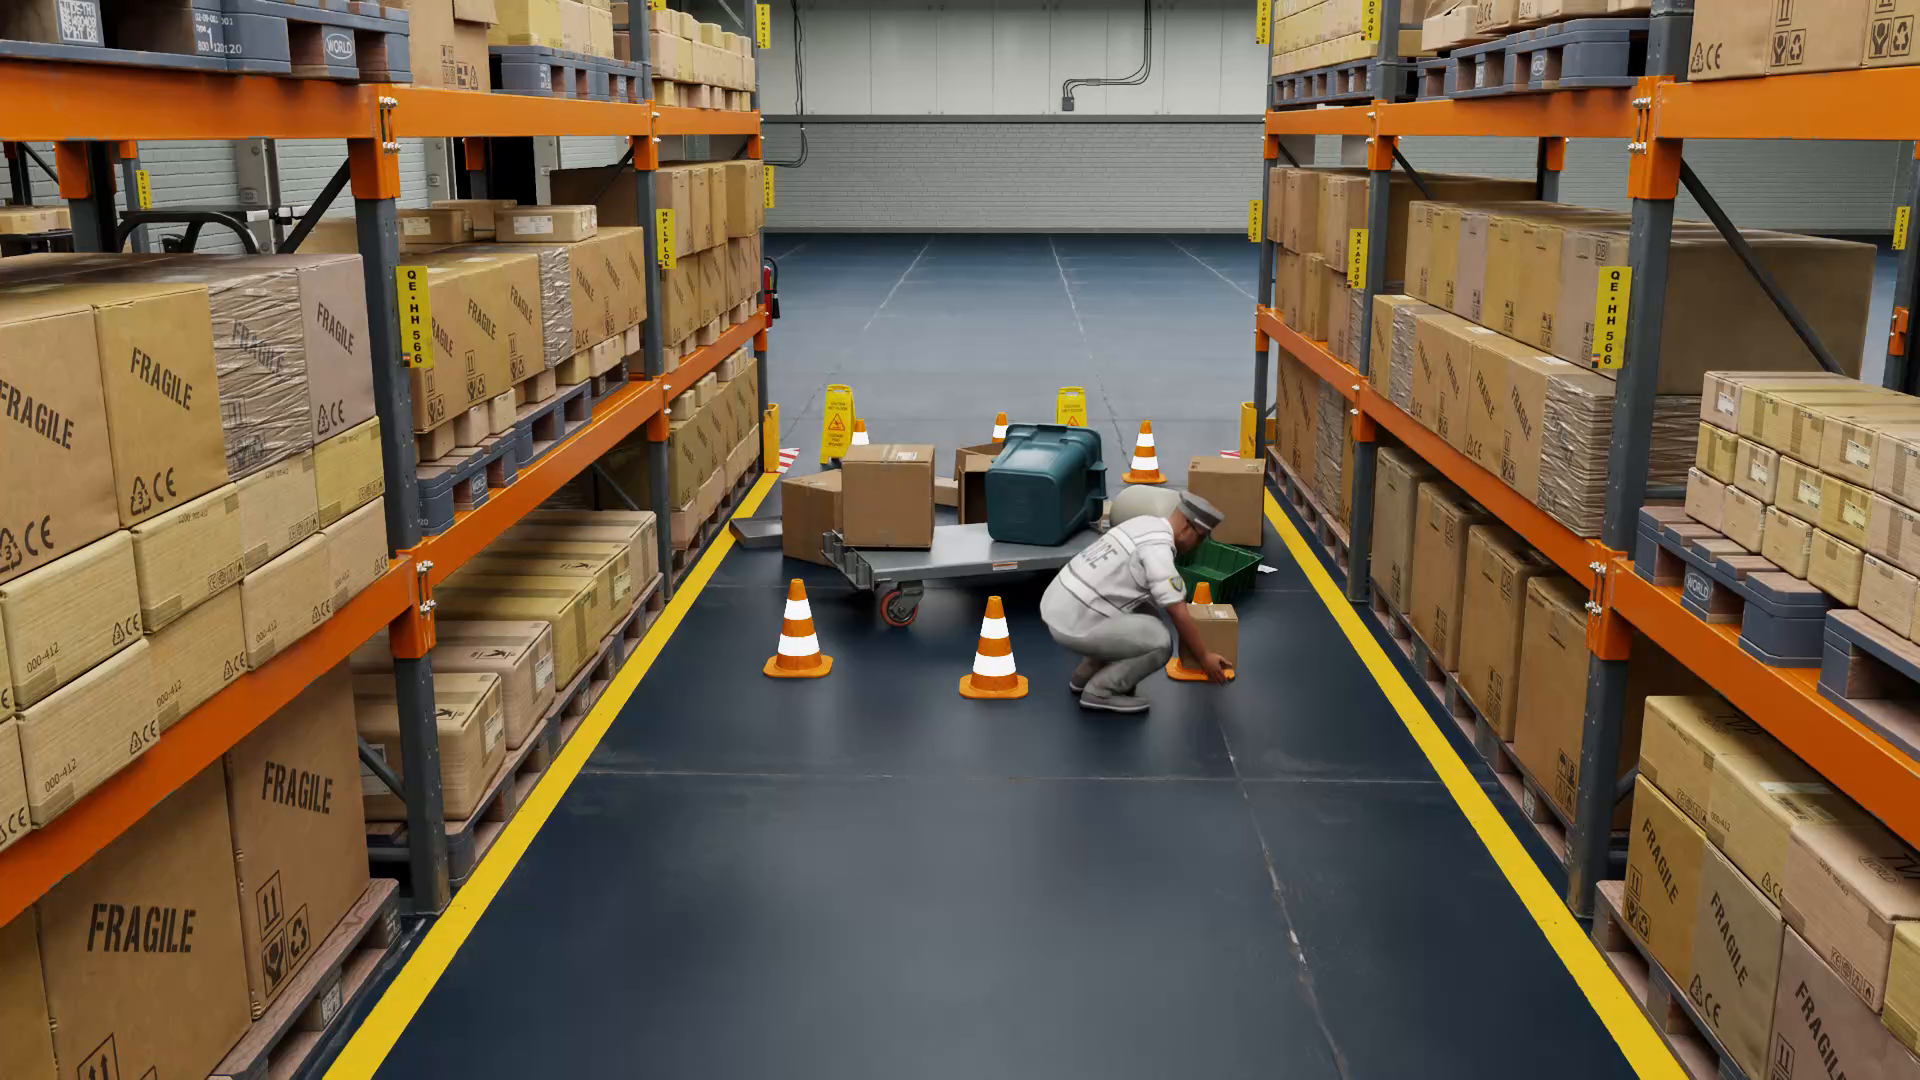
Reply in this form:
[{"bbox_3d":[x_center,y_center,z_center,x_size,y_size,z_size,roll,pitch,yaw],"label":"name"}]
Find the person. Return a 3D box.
[{"bbox_3d":[0.831,0.284,7.896,0.902,1.021,0.535,0,14,1],"label":"person"}]
